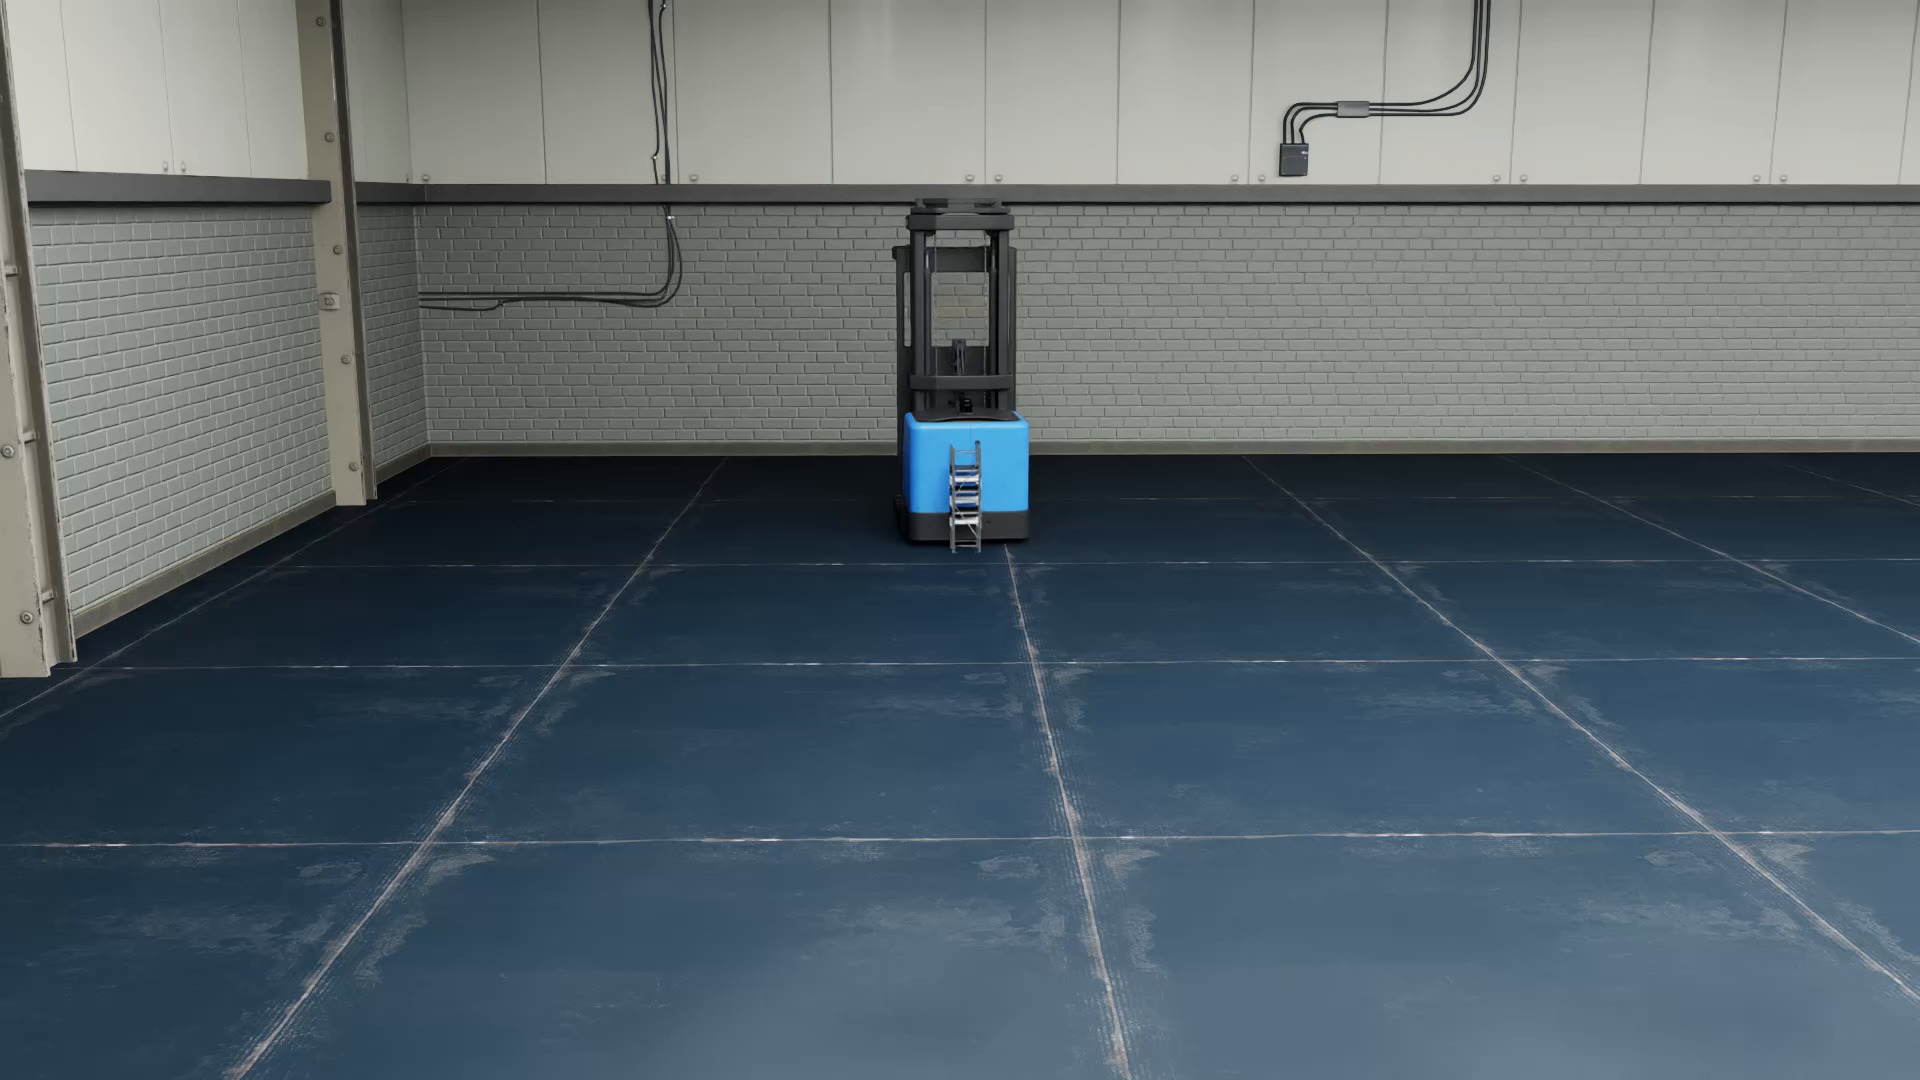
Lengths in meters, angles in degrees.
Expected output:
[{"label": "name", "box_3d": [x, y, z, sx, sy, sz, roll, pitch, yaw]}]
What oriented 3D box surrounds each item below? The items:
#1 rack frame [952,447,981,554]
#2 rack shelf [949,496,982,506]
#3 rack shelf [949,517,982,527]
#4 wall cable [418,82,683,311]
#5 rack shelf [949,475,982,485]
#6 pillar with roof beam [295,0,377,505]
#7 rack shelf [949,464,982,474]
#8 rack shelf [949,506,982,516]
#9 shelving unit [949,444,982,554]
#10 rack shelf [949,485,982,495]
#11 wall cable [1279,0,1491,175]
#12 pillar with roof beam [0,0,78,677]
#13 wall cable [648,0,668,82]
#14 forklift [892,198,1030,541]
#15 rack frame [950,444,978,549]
[{"label": "rack frame", "box_3d": [0.055, -0.330, 13.922, 0.240, 0.900, 0.006, -1, 12, -5]}, {"label": "rack shelf", "box_3d": [0.046, -0.317, 14.028, 0.258, 0.077, 0.200, -1, 12, -5]}, {"label": "rack shelf", "box_3d": [0.046, -0.141, 14.064, 0.258, 0.077, 0.200, -1, 12, -5]}, {"label": "wall cable", "box_3d": [-4.710, -3.857, 18.750, 3.097, 2.526, 0.112, 0, 11, -1]}, {"label": "rack shelf", "box_3d": [0.046, -0.494, 13.992, 0.258, 0.077, 0.200, -1, 12, -5]}, {"label": "pillar with roof beam", "box_3d": [-1.667, -4.806, 15.615, 9.100, 9.000, 0.400, 0, 11, -1]}, {"label": "rack shelf", "box_3d": [0.046, -0.582, 13.974, 0.258, 0.077, 0.200, -1, 12, -5]}, {"label": "rack shelf", "box_3d": [0.046, -0.229, 14.046, 0.258, 0.077, 0.200, -1, 12, -5]}, {"label": "shelving unit", "box_3d": [0.046, -0.350, 14.021, 0.258, 0.900, 0.210, -1, 12, -5]}, {"label": "rack shelf", "box_3d": [0.046, -0.406, 14.010, 0.258, 0.077, 0.200, -1, 12, -5]}, {"label": "wall cable", "box_3d": [4.782, -7.082, 18.280, 2.305, 6.003, 0.169, 0, 11, -1]}, {"label": "pillar with roof beam", "box_3d": [-1.543, -3.613, 9.736, 9.100, 9.000, 0.400, 0, 11, -1]}, {"label": "wall cable", "box_3d": [-2.005, -6.344, 18.303, 3.097, 2.526, 0.112, 0, 11, -1]}, {"label": "forklift", "box_3d": [-0.056, -1.668, 15.408, 1.130, 2.935, 3.031, -1, 12, -5]}, {"label": "rack frame", "box_3d": [0.036, -0.370, 14.120, 0.240, 0.900, 0.006, -1, 12, -5]}]
